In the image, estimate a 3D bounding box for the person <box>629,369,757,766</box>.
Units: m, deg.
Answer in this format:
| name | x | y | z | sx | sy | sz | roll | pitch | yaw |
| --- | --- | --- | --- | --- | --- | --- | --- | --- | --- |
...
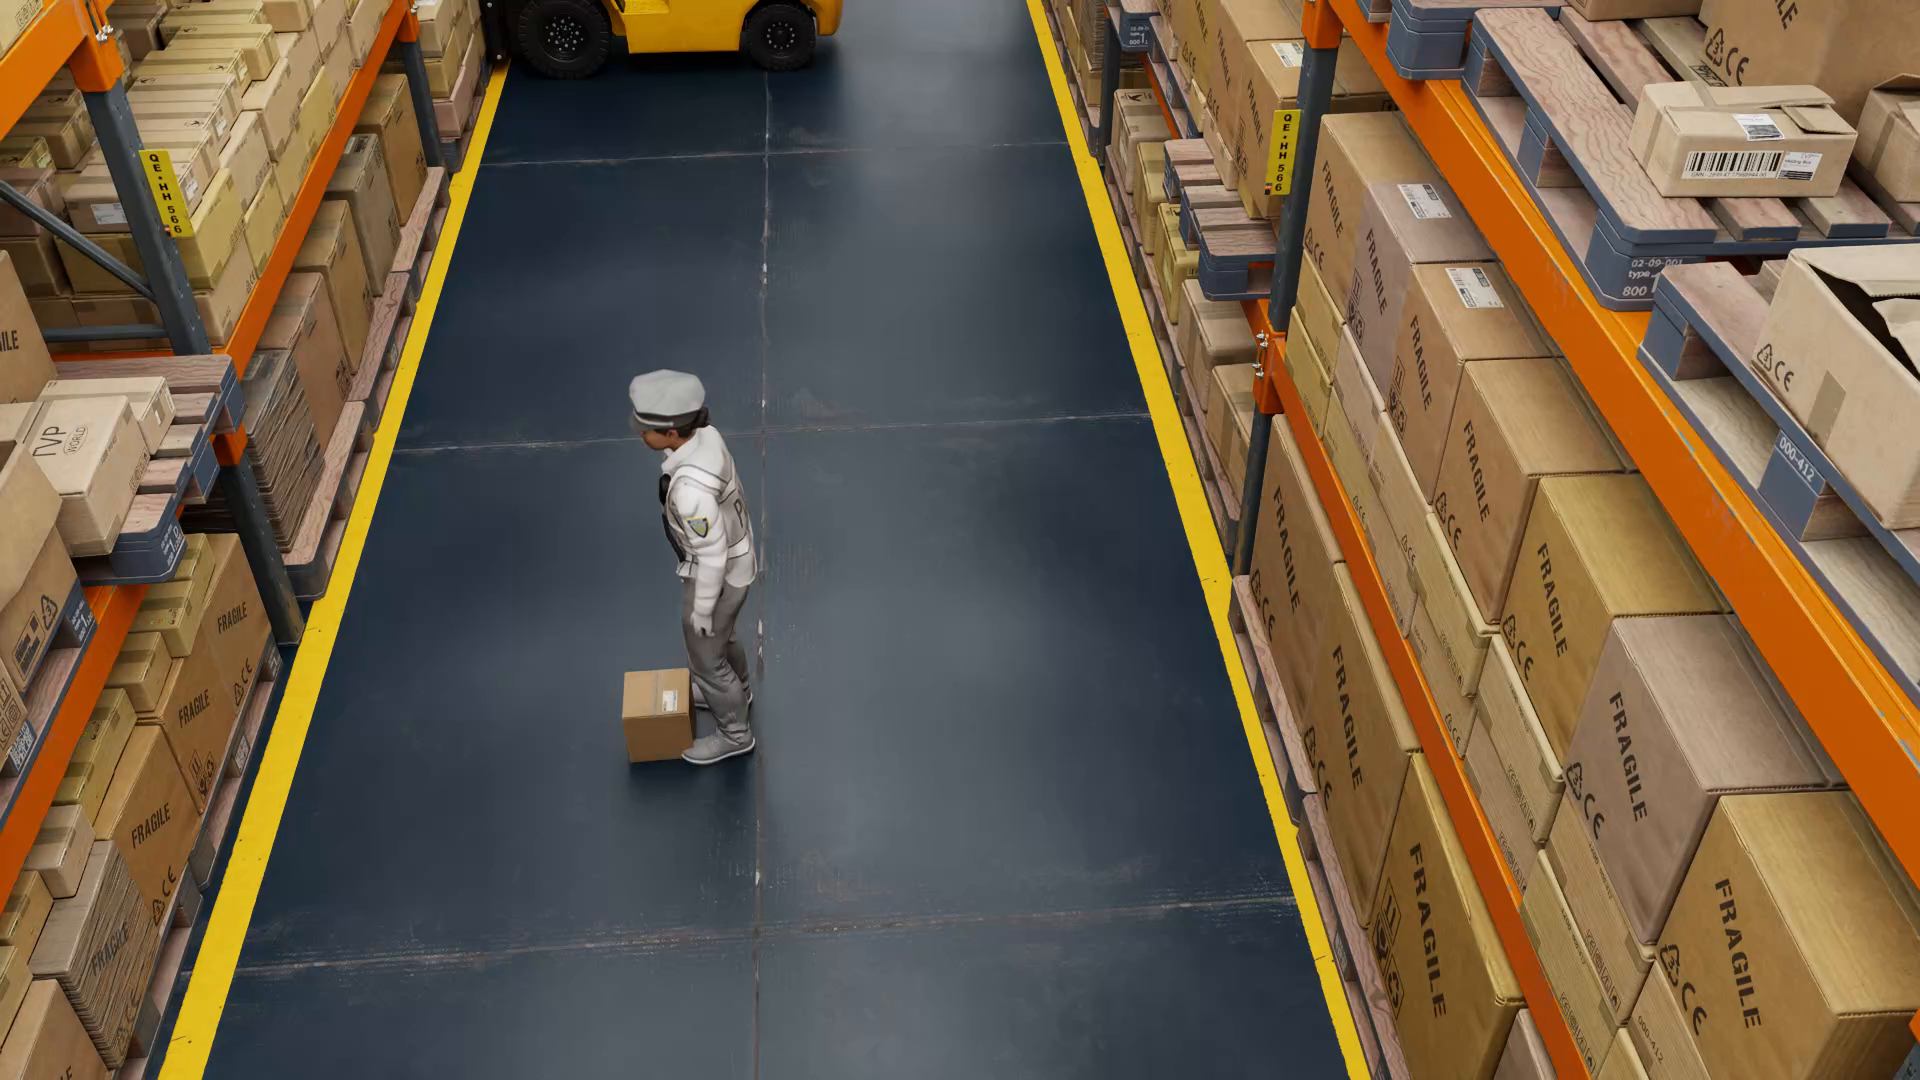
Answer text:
| name | x | y | z | sx | sy | sz | roll | pitch | yaw |
| --- | --- | --- | --- | --- | --- | --- | --- | --- | --- |
| person | -0.921 | 0.114 | 6.013 | 0.375 | 1.662 | 0.527 | -5 | 40 | -6 |
